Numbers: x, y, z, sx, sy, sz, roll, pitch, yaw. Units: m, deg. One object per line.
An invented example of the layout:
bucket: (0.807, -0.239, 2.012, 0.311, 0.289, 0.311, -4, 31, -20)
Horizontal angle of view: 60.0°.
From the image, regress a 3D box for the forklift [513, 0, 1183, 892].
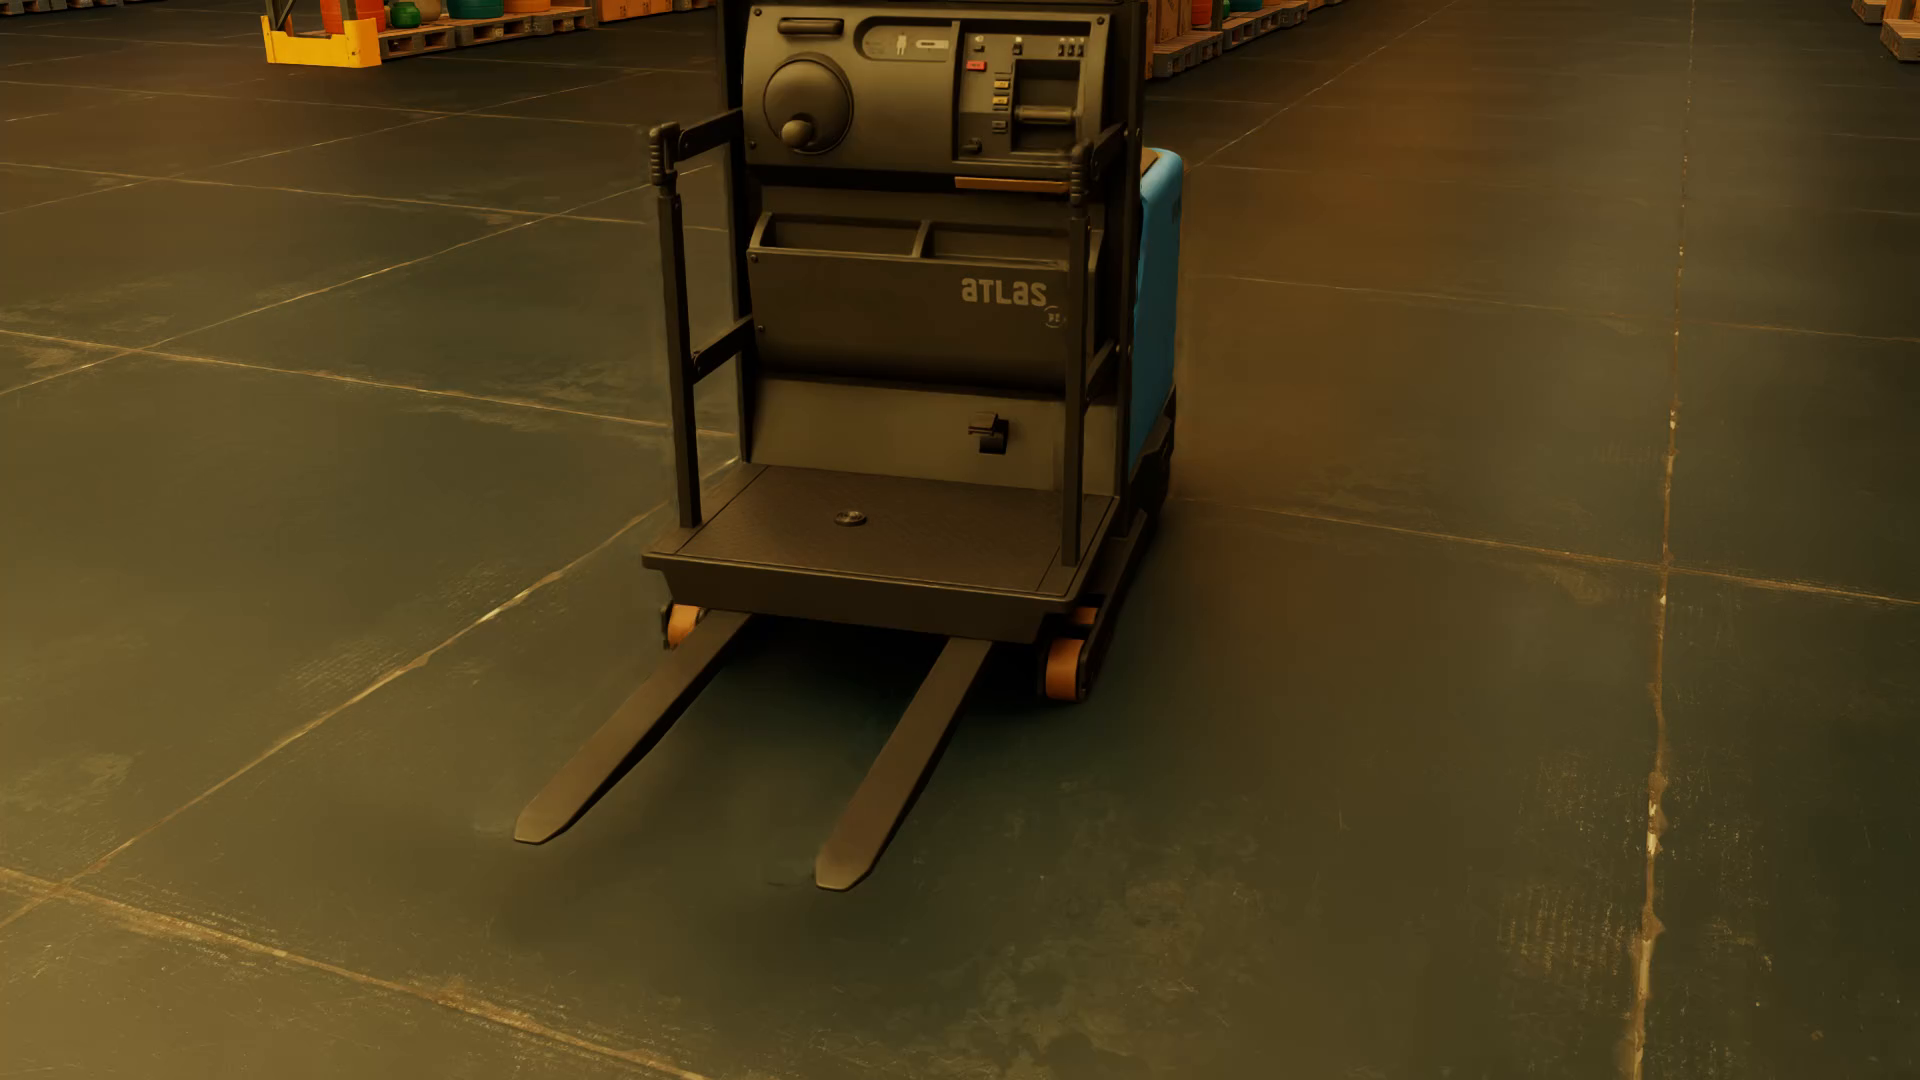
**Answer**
forklift: (-0.145, -1.112, 3.952, 1.130, 2.935, 3.031, 6, 23, 13)
